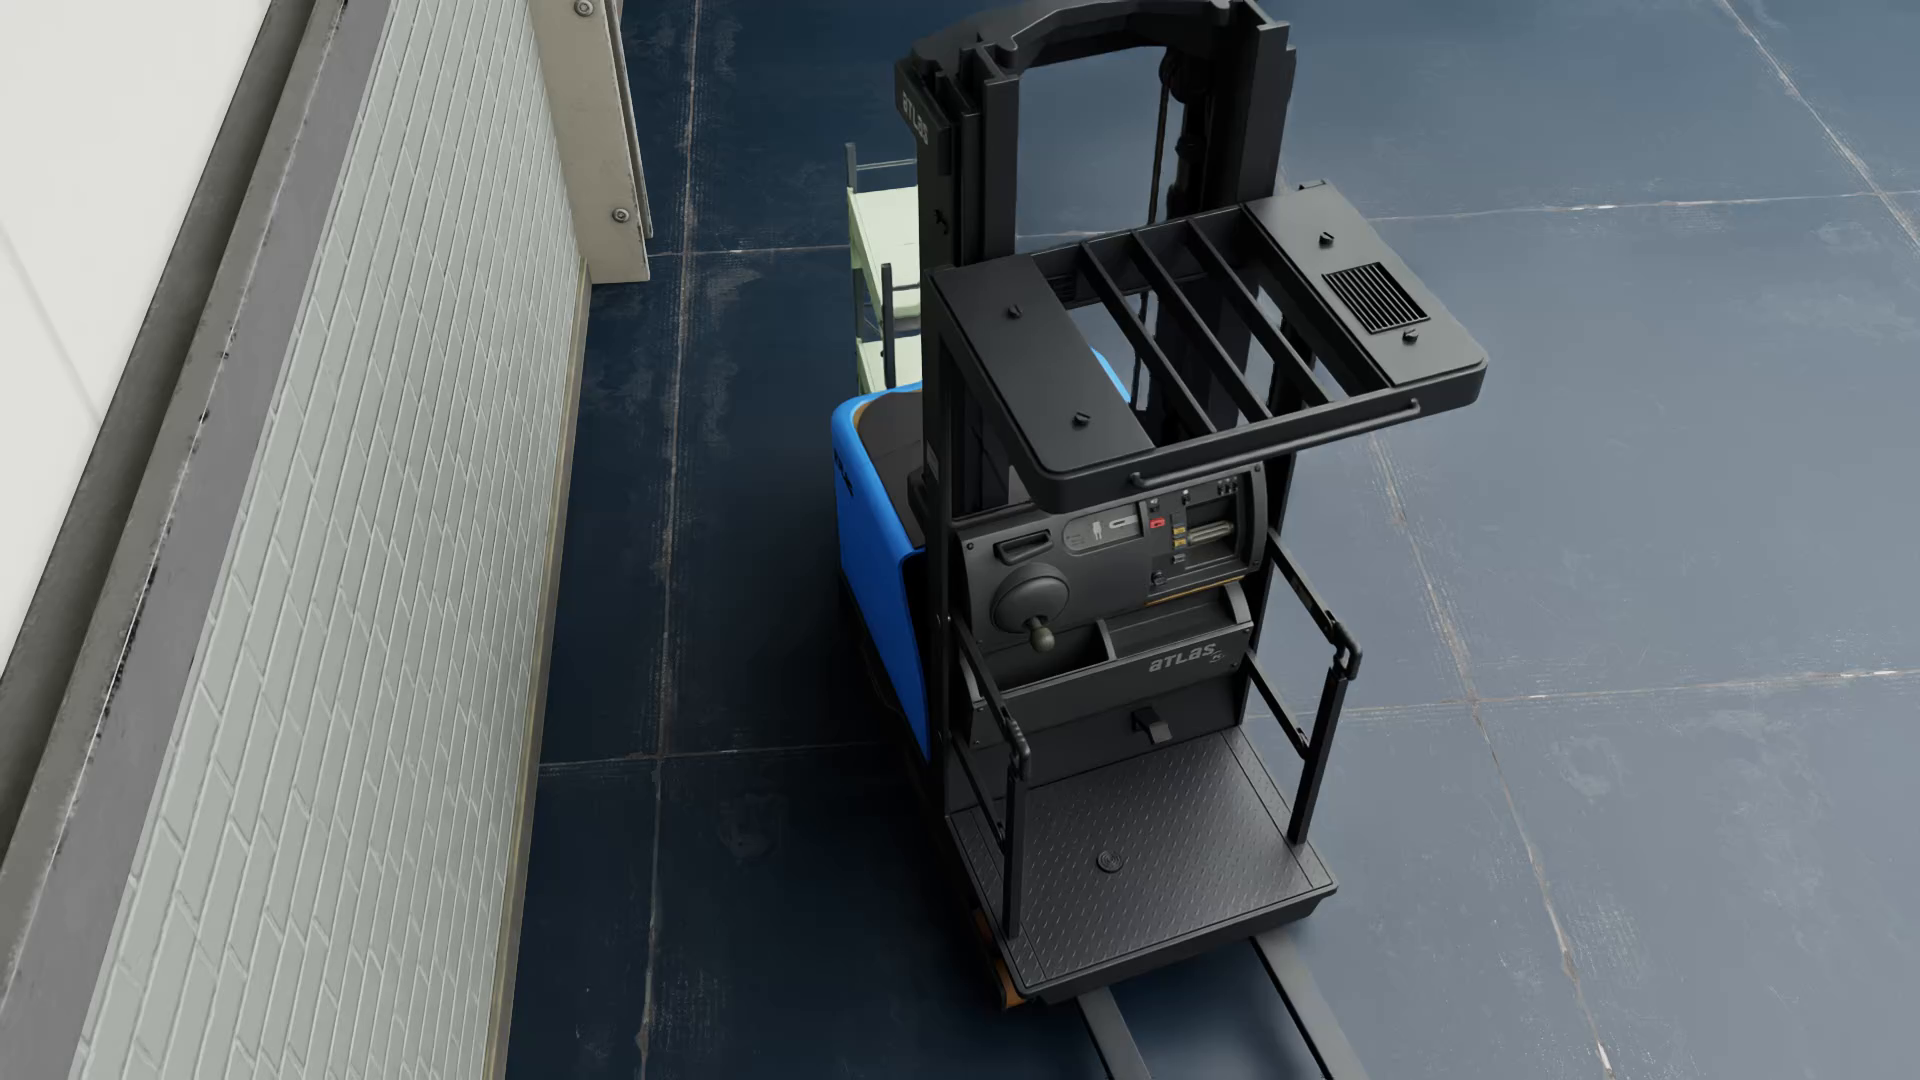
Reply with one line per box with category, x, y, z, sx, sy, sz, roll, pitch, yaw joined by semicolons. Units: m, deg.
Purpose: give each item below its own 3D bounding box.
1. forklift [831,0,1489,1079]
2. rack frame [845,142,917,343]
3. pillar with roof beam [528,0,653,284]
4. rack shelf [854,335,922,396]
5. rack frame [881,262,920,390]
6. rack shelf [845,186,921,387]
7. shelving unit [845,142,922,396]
forklift;0.525;0.139;4.600;1.130;2.935;3.031;-15;48;-14
rack frame;-0.221;-0.951;6.617;0.400;1.500;0.023;-9;47;-8
pillar with roof beam;2.640;-4.725;5.027;9.100;9.000;0.400;-3;47;-3
rack shelf;-0.144;-0.467;6.608;0.431;0.370;0.720;-9;47;-8
rack frame;-0.067;-0.431;6.125;0.400;1.500;0.023;-9;47;-8
rack shelf;-0.144;-0.959;6.088;0.431;0.370;0.720;-9;47;-8
shelving unit;-0.144;-0.691;6.371;0.431;1.500;0.755;-9;47;-8
